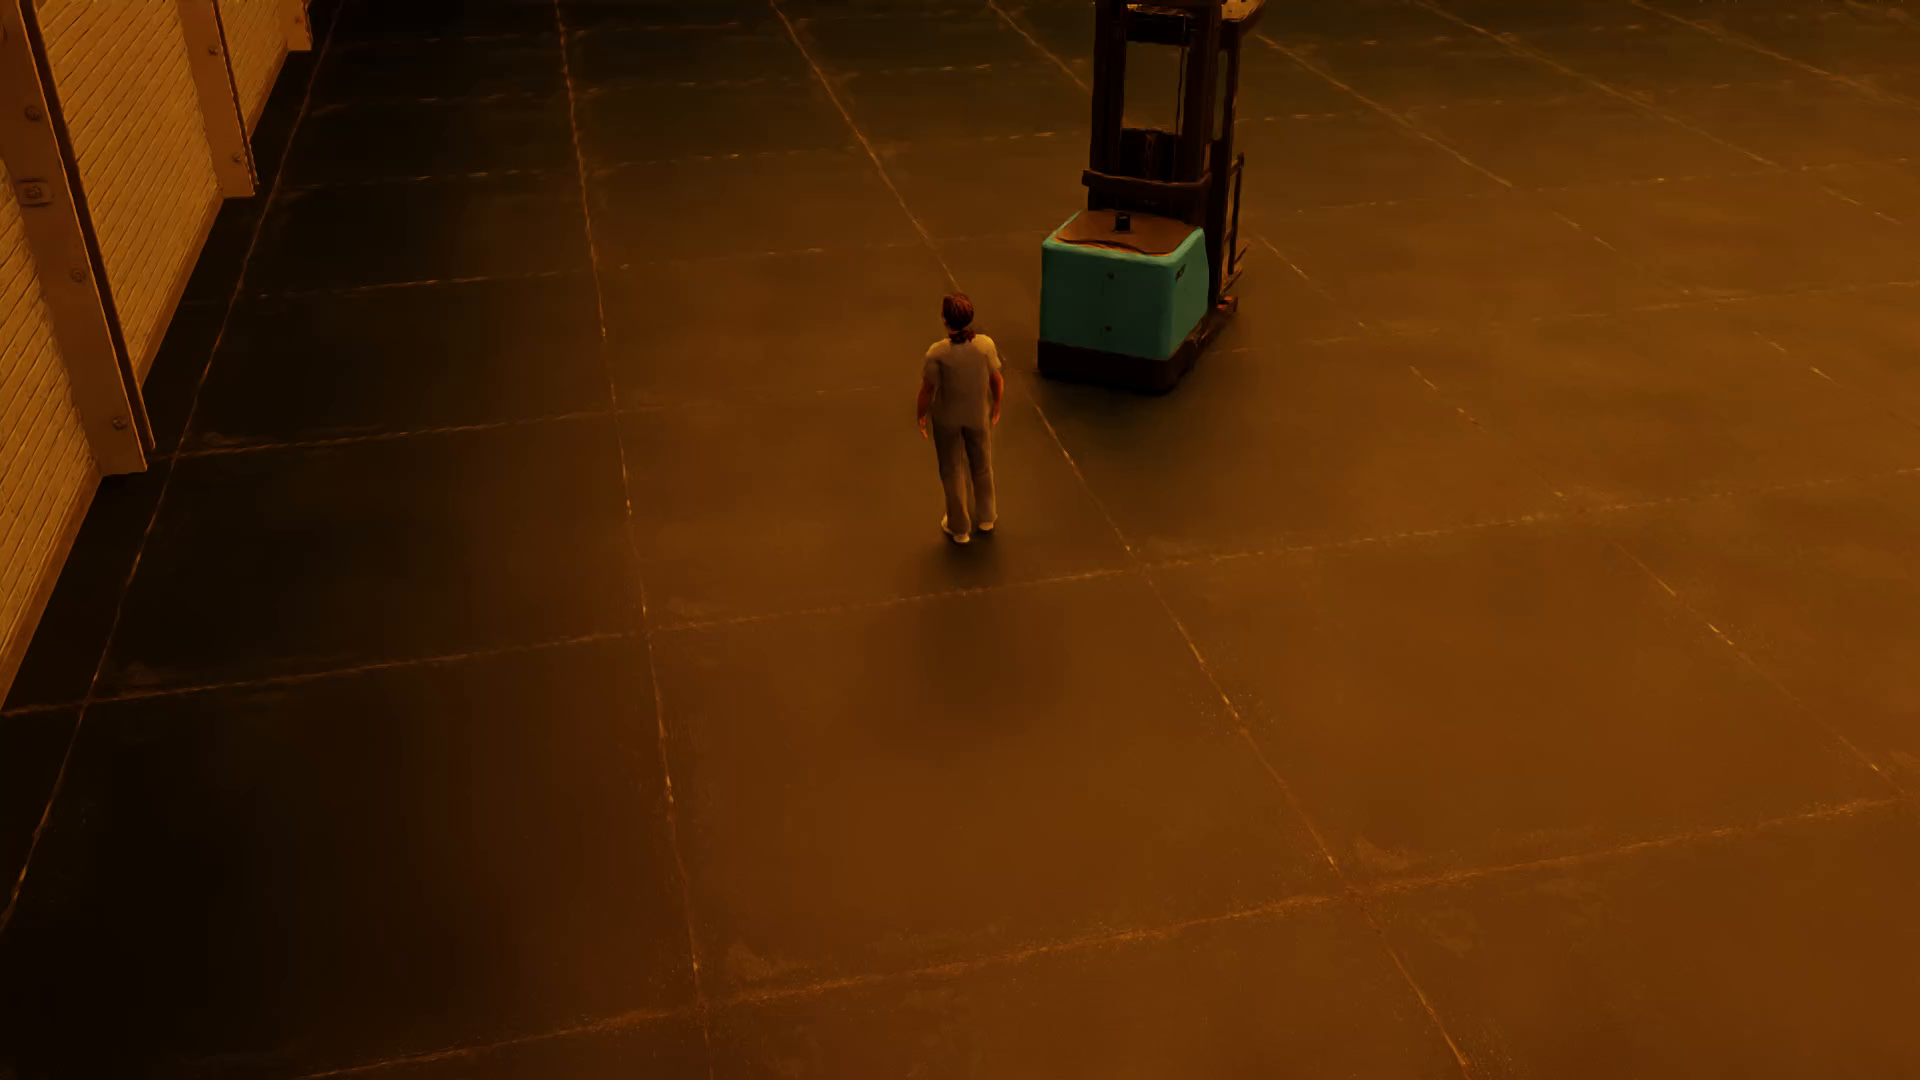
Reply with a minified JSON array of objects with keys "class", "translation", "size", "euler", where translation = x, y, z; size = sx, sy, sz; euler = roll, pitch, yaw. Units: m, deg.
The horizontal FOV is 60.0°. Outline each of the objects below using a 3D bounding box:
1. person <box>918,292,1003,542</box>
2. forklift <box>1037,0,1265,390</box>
[{"class":"person","translation":[-0.004,-0.769,10.142],"size":[0.550,1.674,0.548],"euler":[-7,31,-12]},{"class":"forklift","translation":[1.641,-3.098,12.926],"size":[1.130,2.935,3.031],"euler":[12,32,20]}]
